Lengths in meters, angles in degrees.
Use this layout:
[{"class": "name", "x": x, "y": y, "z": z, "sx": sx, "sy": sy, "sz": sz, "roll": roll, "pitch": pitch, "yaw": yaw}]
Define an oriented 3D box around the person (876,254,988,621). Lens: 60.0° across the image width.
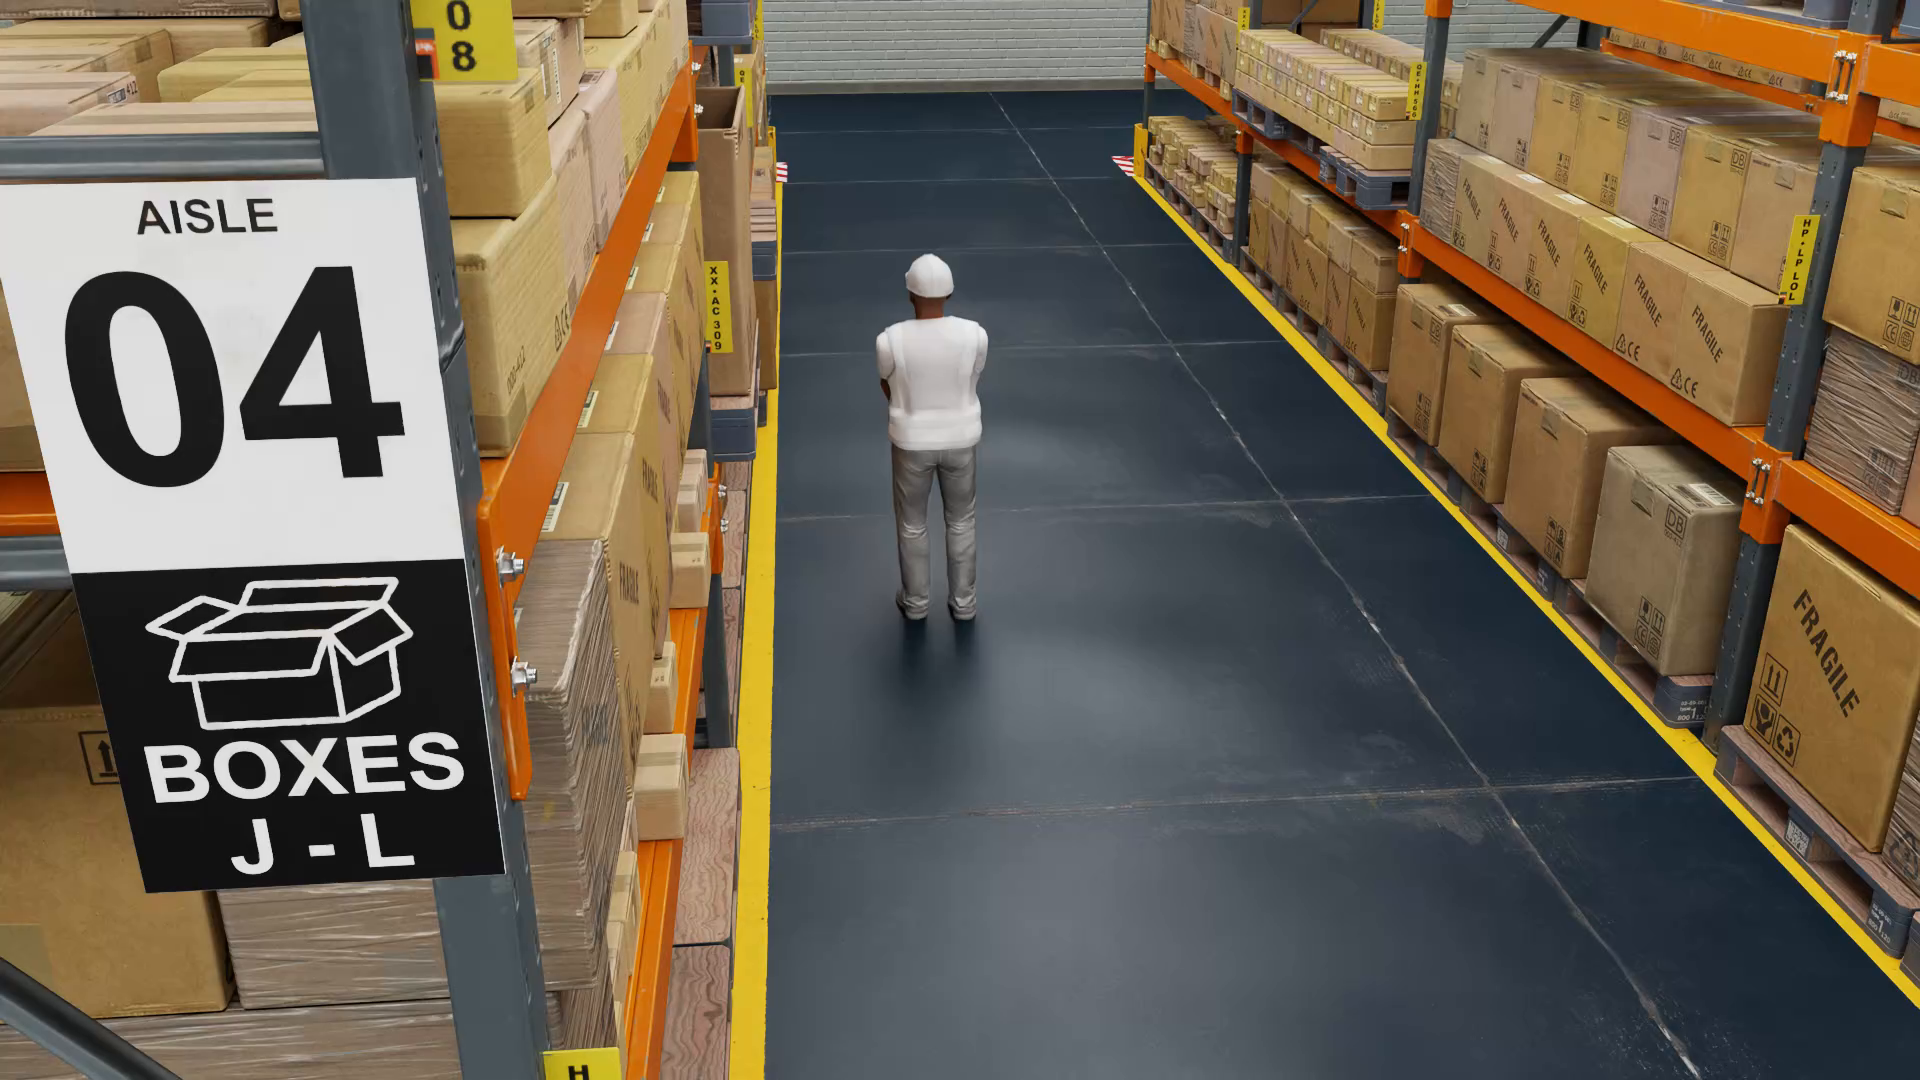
[{"class": "person", "x": -0.144, "y": -0.487, "z": 7.693, "sx": 0.503, "sy": 1.760, "sz": 0.576, "roll": -3, "pitch": 24, "yaw": -8}]
